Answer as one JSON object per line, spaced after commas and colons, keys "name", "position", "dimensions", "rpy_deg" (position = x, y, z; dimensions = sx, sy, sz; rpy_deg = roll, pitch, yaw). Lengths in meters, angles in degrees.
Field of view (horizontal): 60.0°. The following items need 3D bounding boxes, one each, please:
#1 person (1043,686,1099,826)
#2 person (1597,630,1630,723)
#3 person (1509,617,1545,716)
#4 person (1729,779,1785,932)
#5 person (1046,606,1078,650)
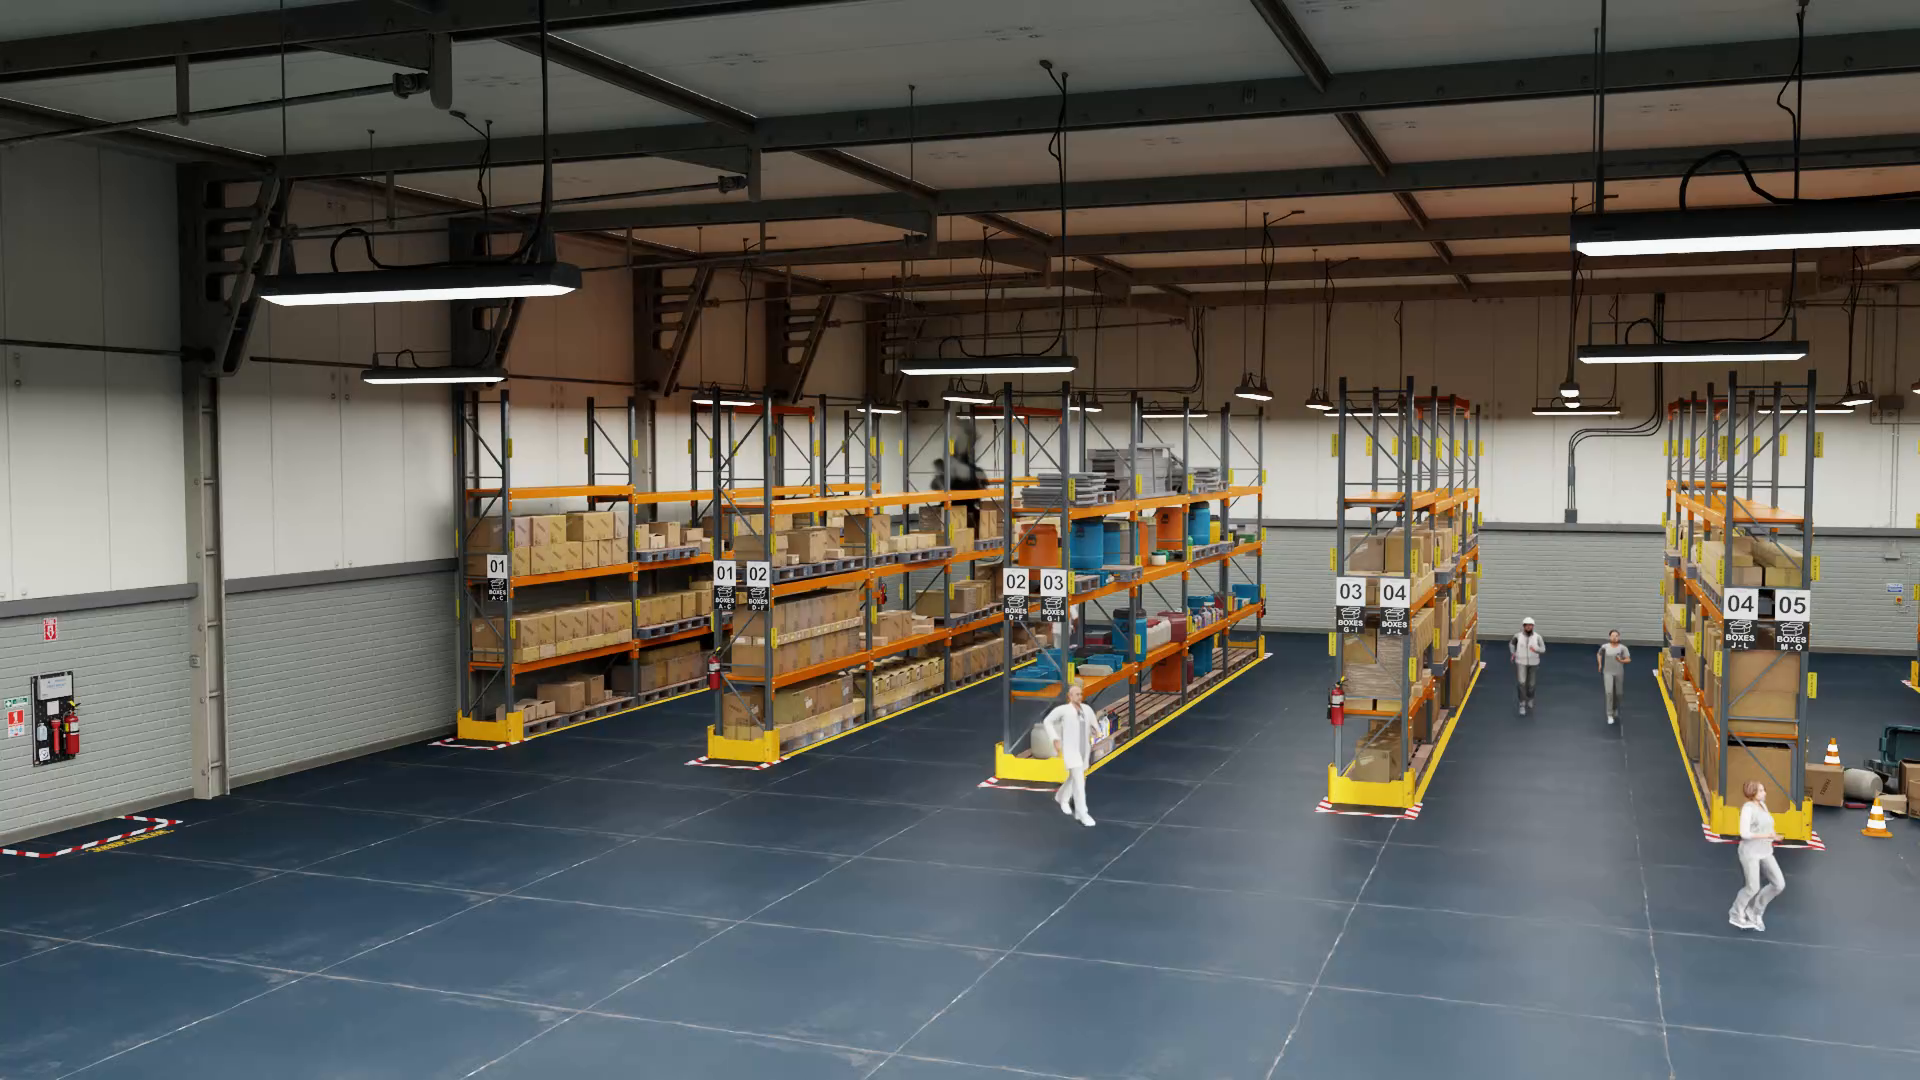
{"name": "person", "position": [1.547, 2.897, 22.331], "dimensions": [0.693, 1.707, 0.991], "rpy_deg": [-2, 4, -35]}
{"name": "person", "position": [11.951, 2.465, 30.412], "dimensions": [0.561, 1.658, 0.967], "rpy_deg": [1, 3, 18]}
{"name": "person", "position": [10.746, 2.372, 31.501], "dimensions": [0.633, 1.822, 0.825], "rpy_deg": [1, 3, 15]}
{"name": "person", "position": [8.231, 3.262, 17.120], "dimensions": [0.516, 1.588, 0.608], "rpy_deg": [-2, 4, -32]}
{"name": "person", "position": [2.139, 1.941, 34.821], "dimensions": [0.682, 1.724, 0.623], "rpy_deg": [1, 3, 12]}
